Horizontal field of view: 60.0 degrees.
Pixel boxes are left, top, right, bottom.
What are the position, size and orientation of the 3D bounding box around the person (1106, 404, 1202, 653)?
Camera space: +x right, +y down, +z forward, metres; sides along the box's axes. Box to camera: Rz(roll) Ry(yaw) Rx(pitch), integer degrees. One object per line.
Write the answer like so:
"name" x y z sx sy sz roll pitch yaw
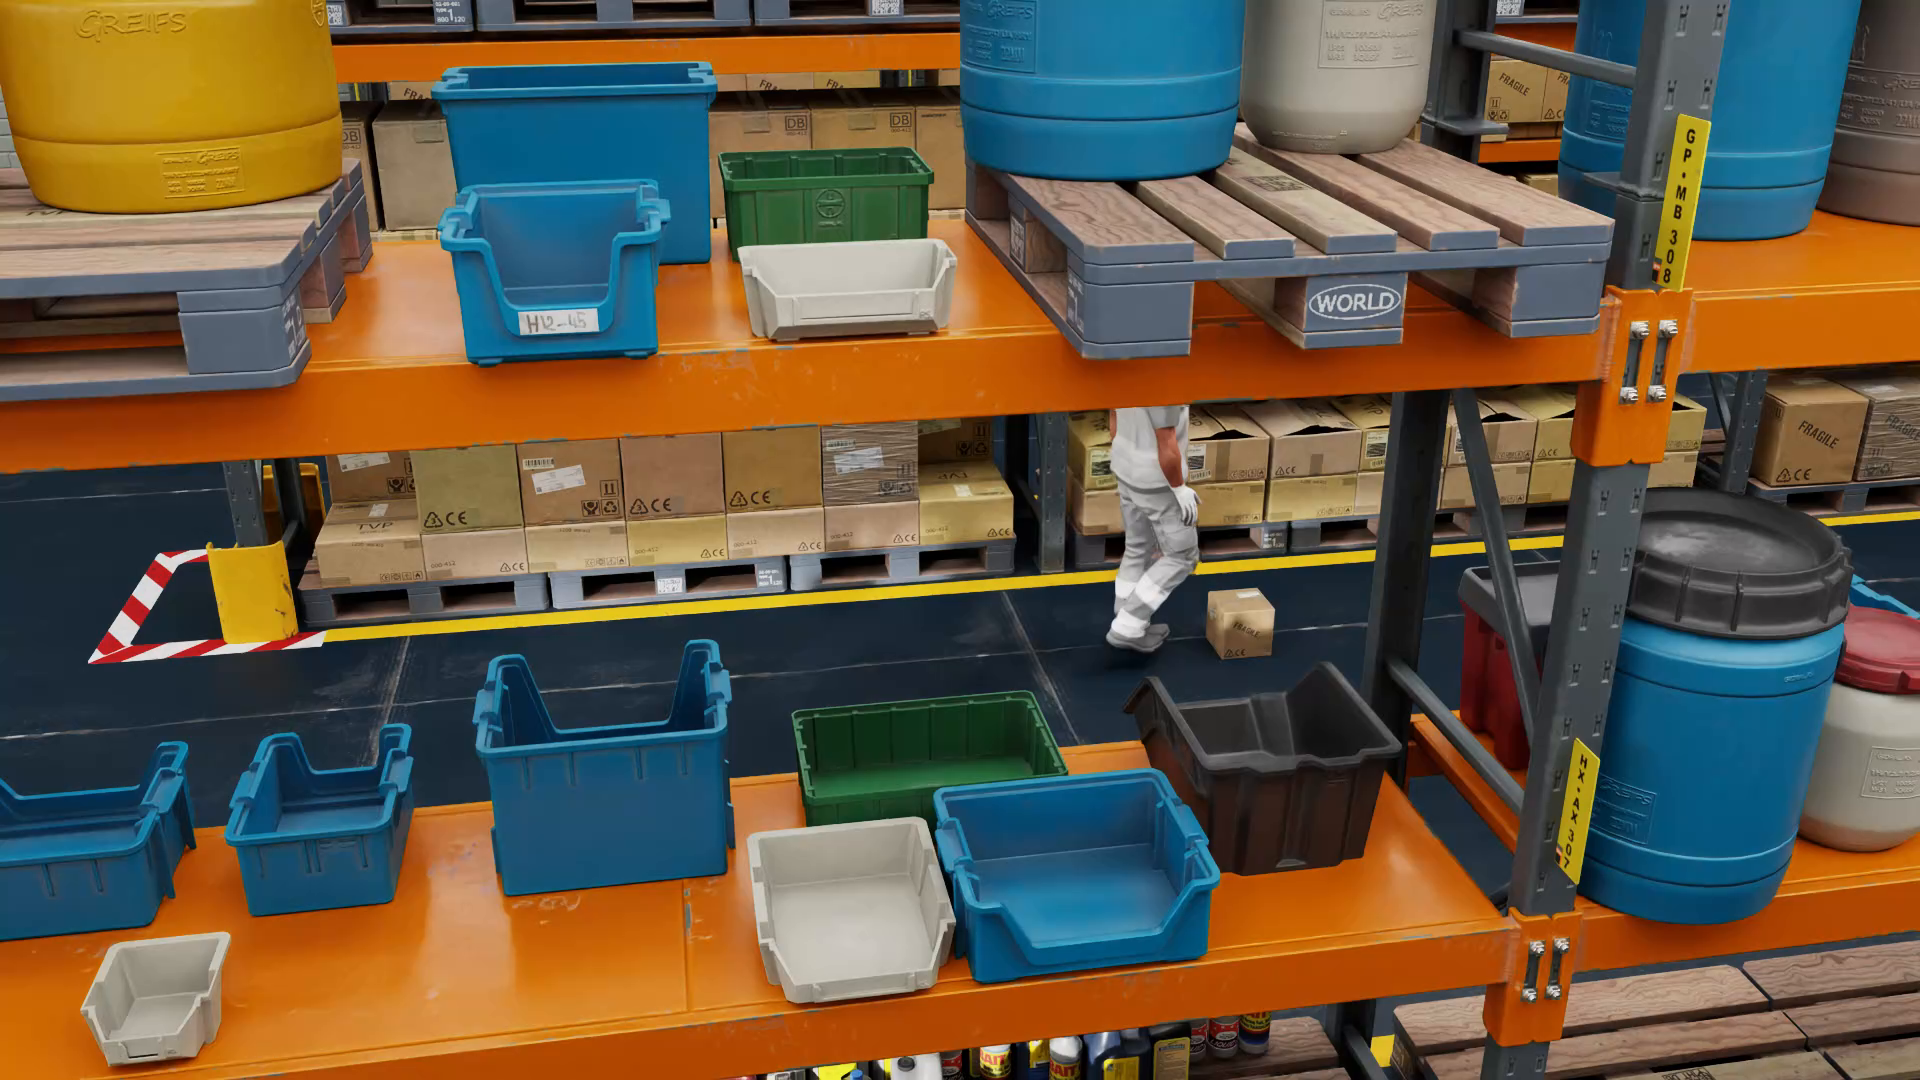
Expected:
"person" 0.878 -0.277 7.672 0.443 1.793 0.576 -9 25 -20
